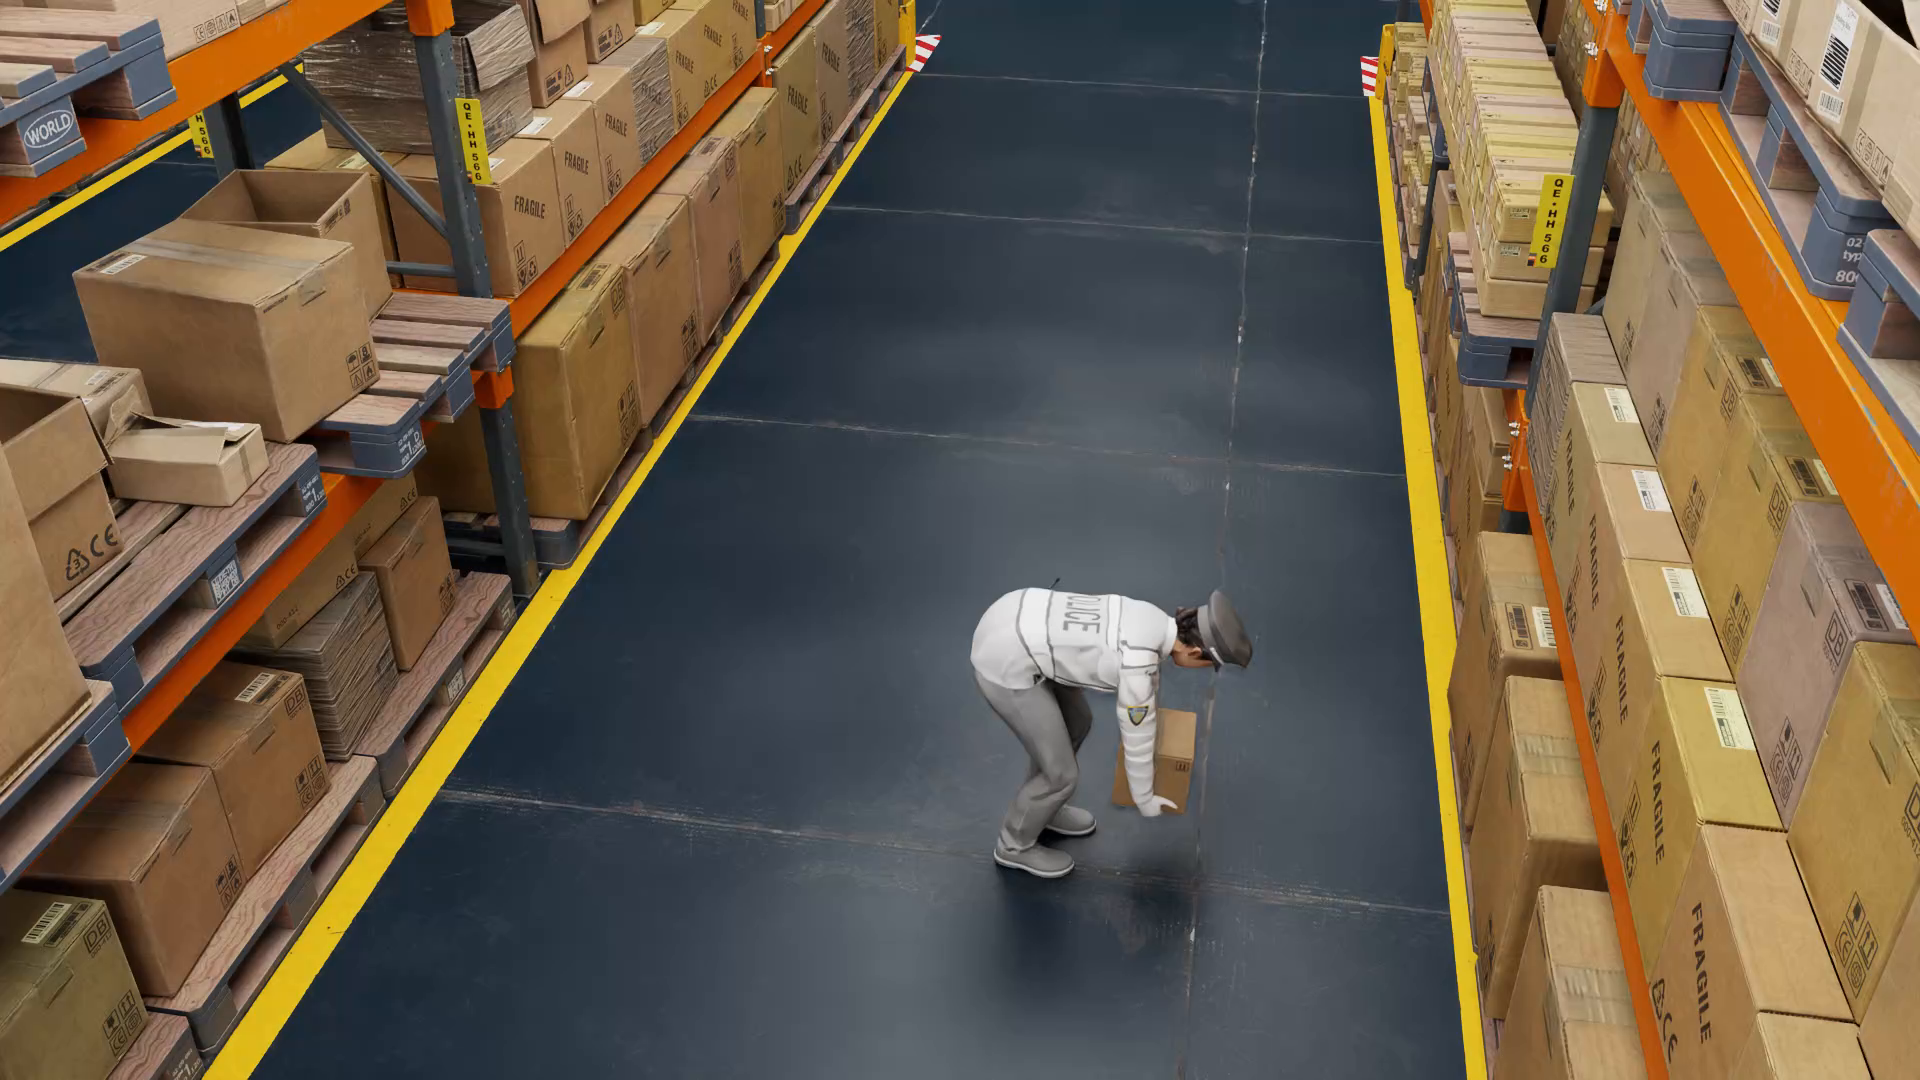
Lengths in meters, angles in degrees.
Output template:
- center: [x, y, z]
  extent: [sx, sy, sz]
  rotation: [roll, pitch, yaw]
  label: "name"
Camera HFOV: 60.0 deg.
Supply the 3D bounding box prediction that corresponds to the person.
- center: [0.499, 0.638, 5.660]
  extent: [0.926, 1.108, 0.415]
  rotation: [4, 33, 7]
  label: "person"
